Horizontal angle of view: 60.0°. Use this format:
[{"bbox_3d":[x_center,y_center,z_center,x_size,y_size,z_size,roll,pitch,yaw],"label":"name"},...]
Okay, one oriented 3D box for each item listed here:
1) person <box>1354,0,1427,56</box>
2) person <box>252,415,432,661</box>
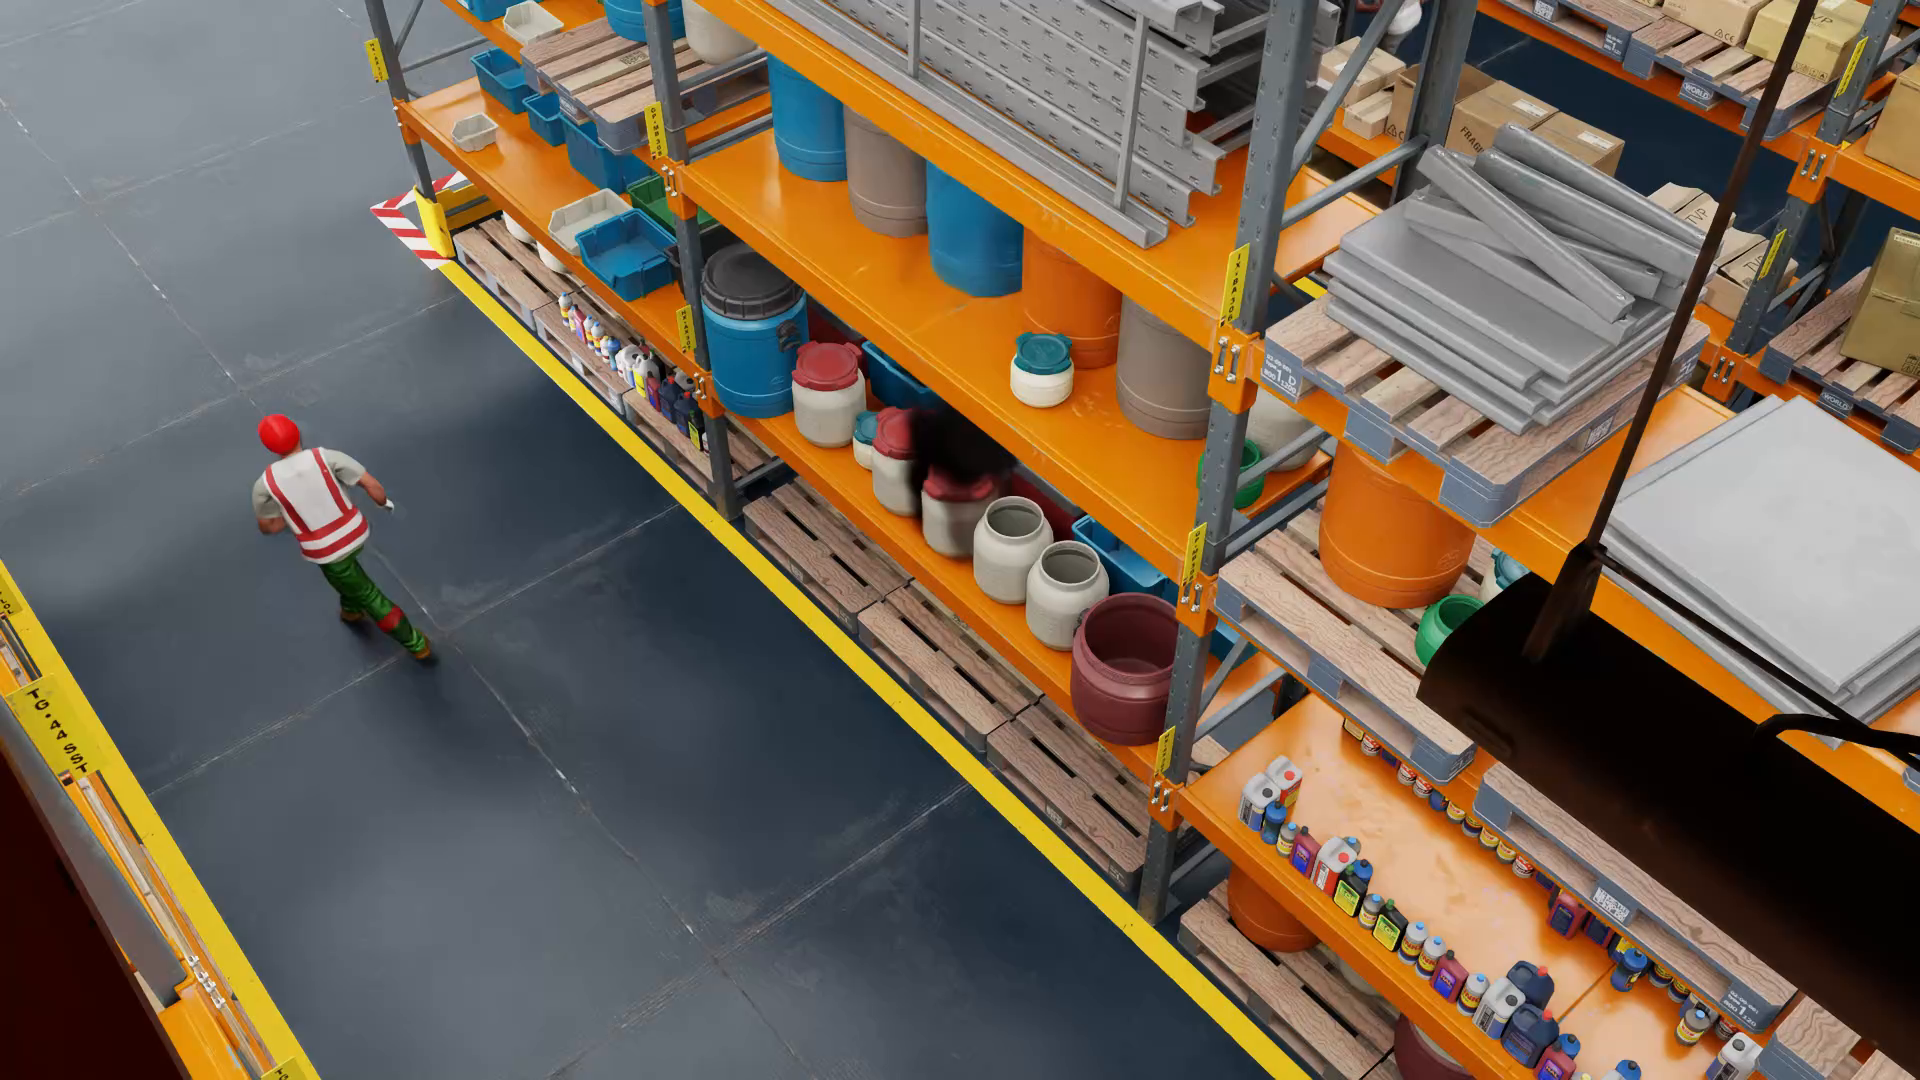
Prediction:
[{"bbox_3d":[3.690,-4.287,13.866,0.682,1.740,0.853,-34,55,-28],"label":"person"},{"bbox_3d":[-3.623,0.040,9.784,0.724,1.714,0.861,-35,56,-29],"label":"person"}]
